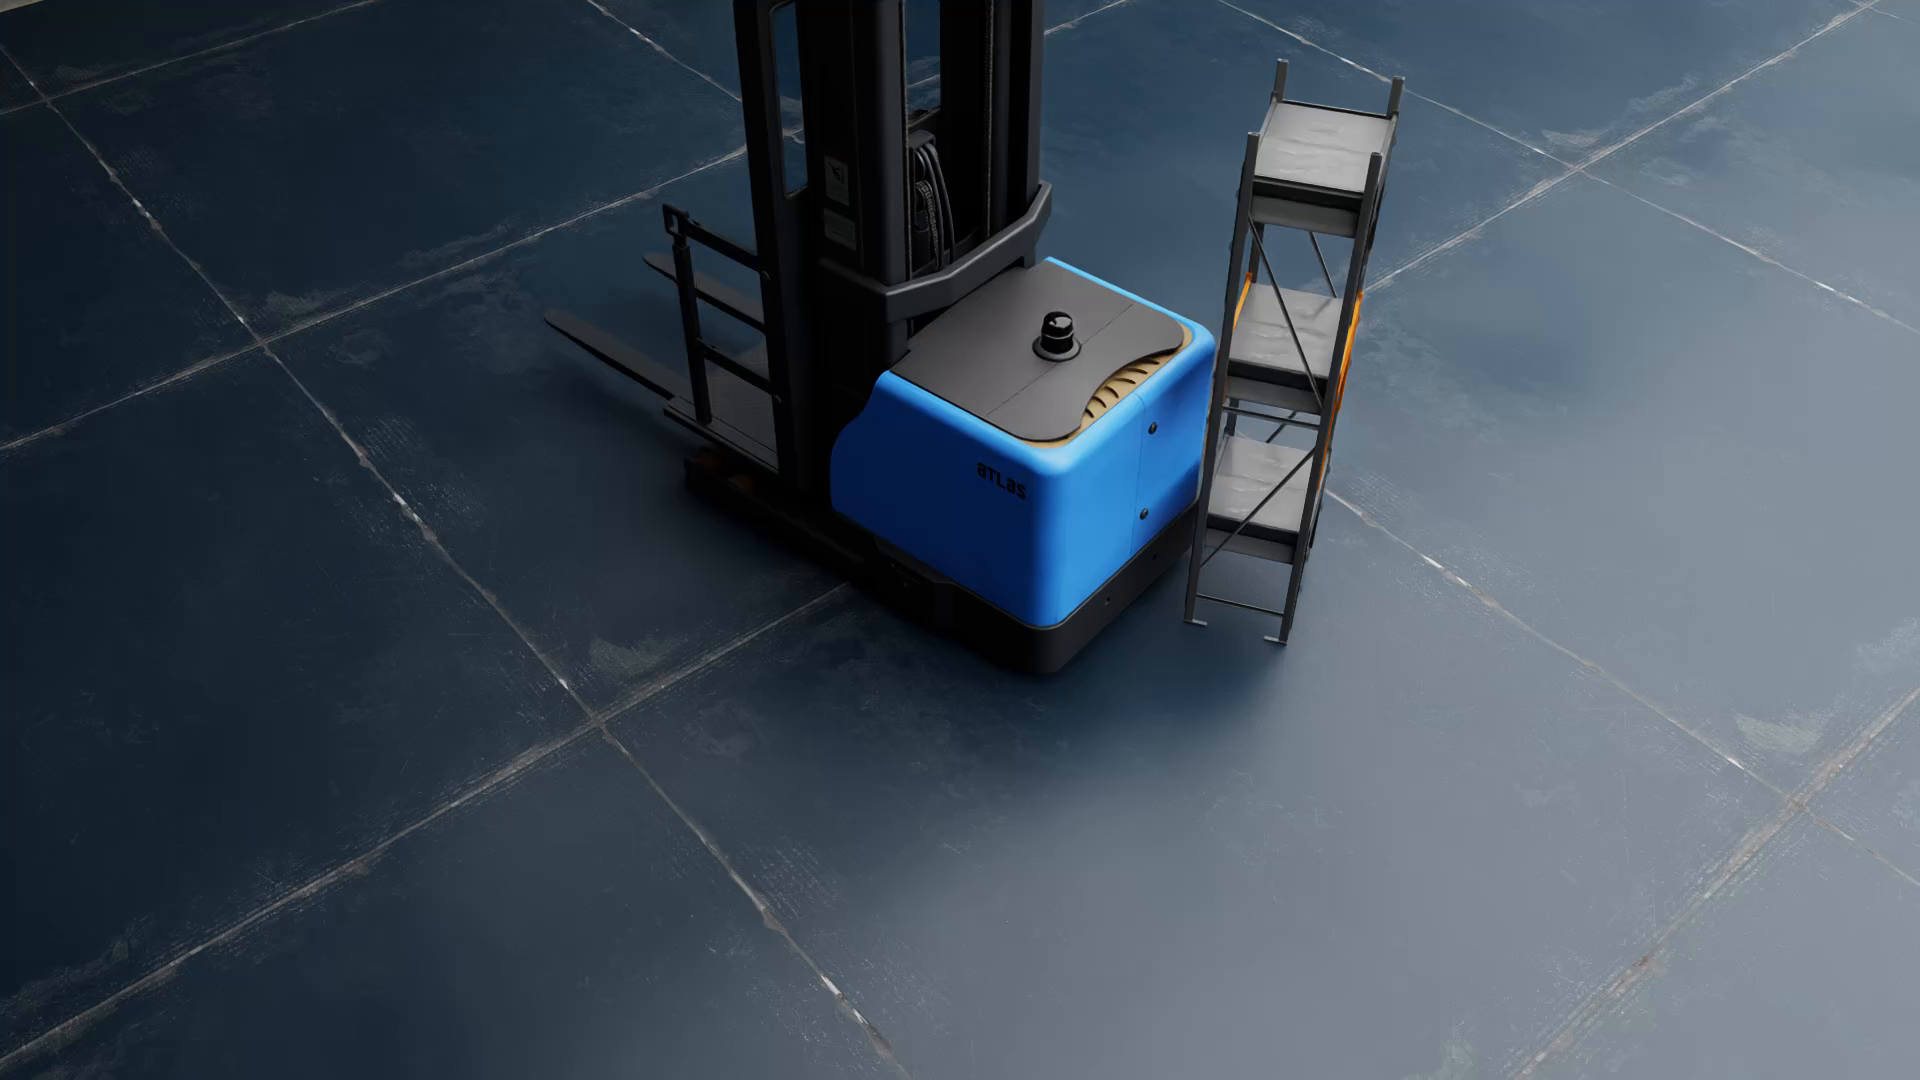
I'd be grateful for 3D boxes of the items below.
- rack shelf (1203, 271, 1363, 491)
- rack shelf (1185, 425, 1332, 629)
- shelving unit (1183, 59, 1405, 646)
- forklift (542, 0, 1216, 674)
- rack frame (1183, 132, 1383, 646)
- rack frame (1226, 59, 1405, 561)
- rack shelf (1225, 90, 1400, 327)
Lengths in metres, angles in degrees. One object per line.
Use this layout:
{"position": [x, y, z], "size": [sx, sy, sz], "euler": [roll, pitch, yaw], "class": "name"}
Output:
{"position": [1.131, -0.560, 5.832], "size": [0.431, 0.518, 0.480], "euler": [13, 45, 13], "class": "rack shelf"}
{"position": [1.131, -0.050, 6.312], "size": [0.431, 0.518, 0.480], "euler": [13, 45, 13], "class": "rack shelf"}
{"position": [1.131, -0.570, 5.823], "size": [0.431, 2.100, 0.503], "euler": [13, 45, 13], "class": "shelving unit"}
{"position": [-0.515, -1.432, 6.133], "size": [3.031, 2.935, 1.130], "euler": [30, 51, 28], "class": "forklift"}
{"position": [1.054, -0.411, 5.654], "size": [0.400, 2.100, 0.015], "euler": [13, 45, 13], "class": "rack frame"}
{"position": [1.207, -0.728, 5.992], "size": [0.400, 2.100, 0.015], "euler": [13, 45, 13], "class": "rack frame"}
{"position": [1.131, -1.070, 5.353], "size": [0.431, 0.518, 0.480], "euler": [13, 45, 13], "class": "rack shelf"}
